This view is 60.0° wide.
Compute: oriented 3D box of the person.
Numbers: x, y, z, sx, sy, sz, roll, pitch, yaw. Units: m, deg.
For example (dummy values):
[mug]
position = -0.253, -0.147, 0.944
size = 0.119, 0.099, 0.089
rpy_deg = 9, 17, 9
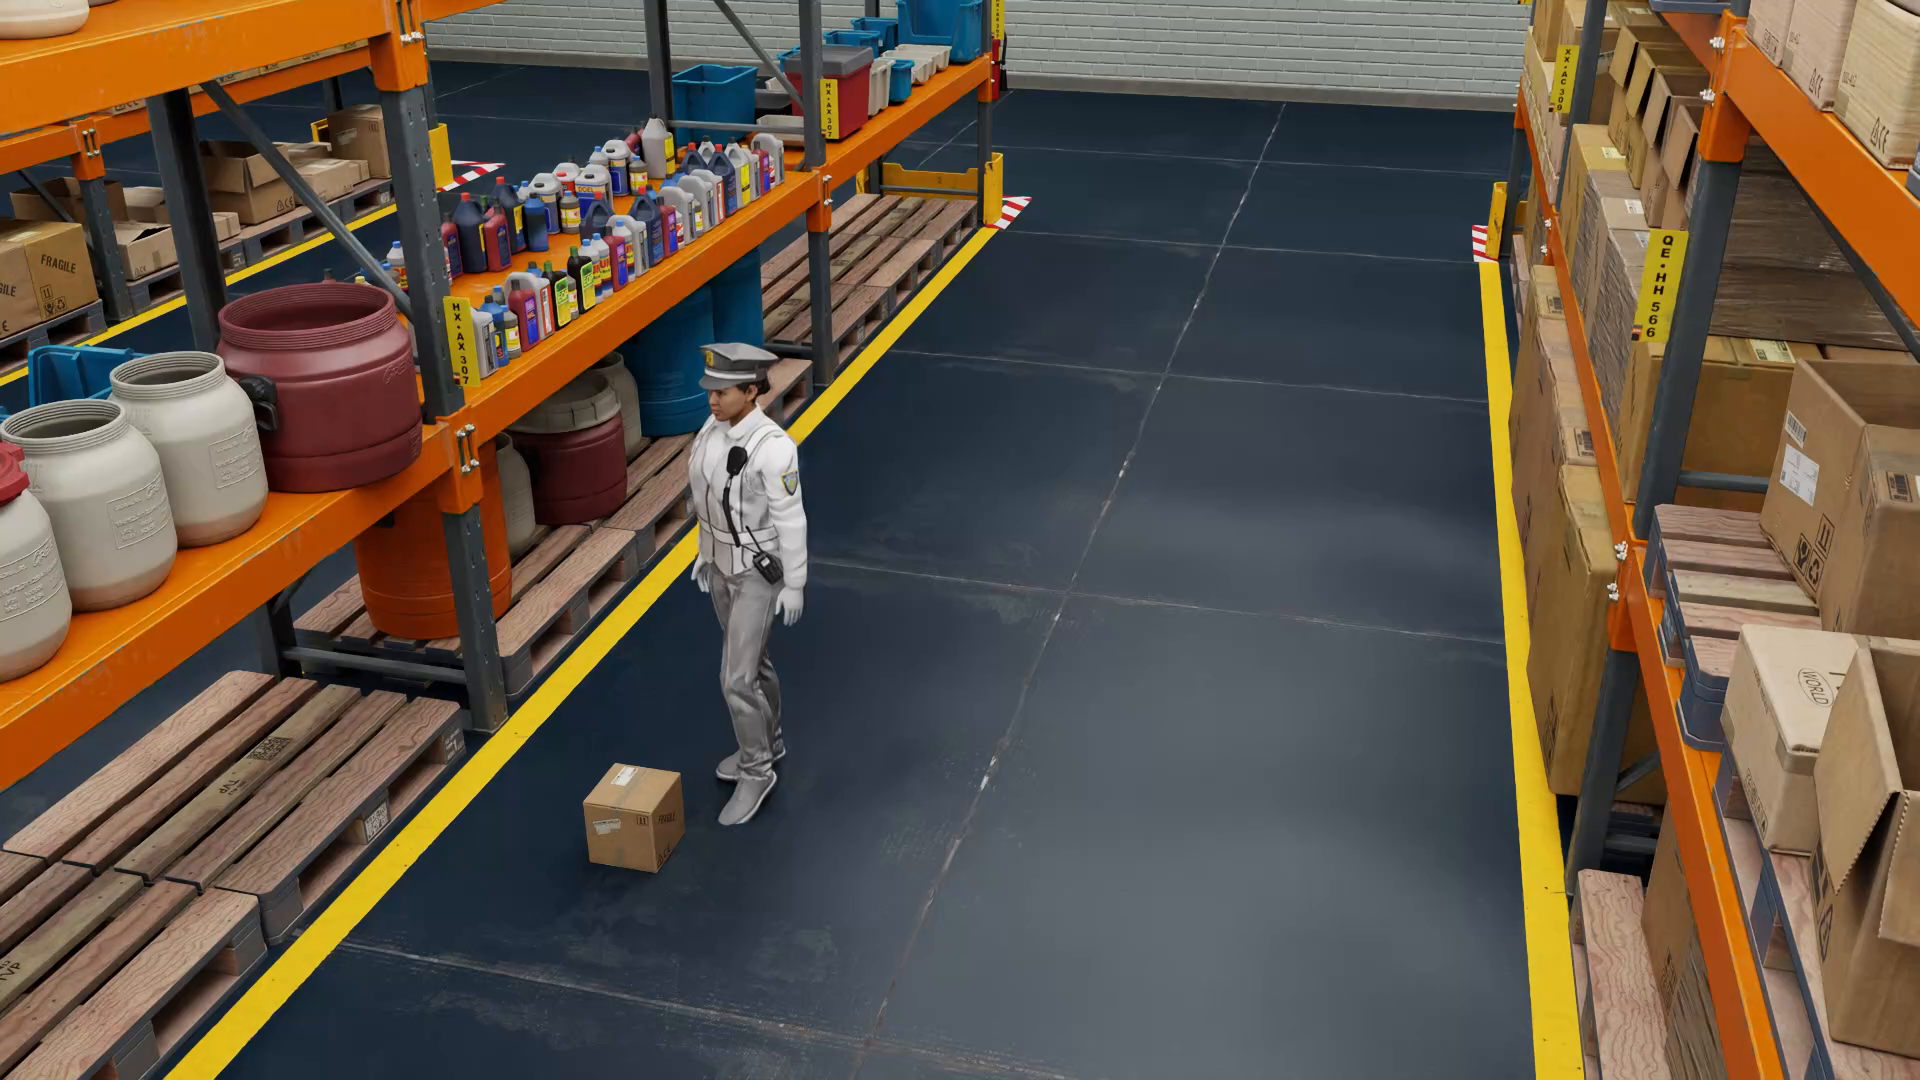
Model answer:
[person]
position = -0.803, 0.138, 5.824
size = 0.436, 1.724, 0.510
rpy_deg = -19, 31, -34
